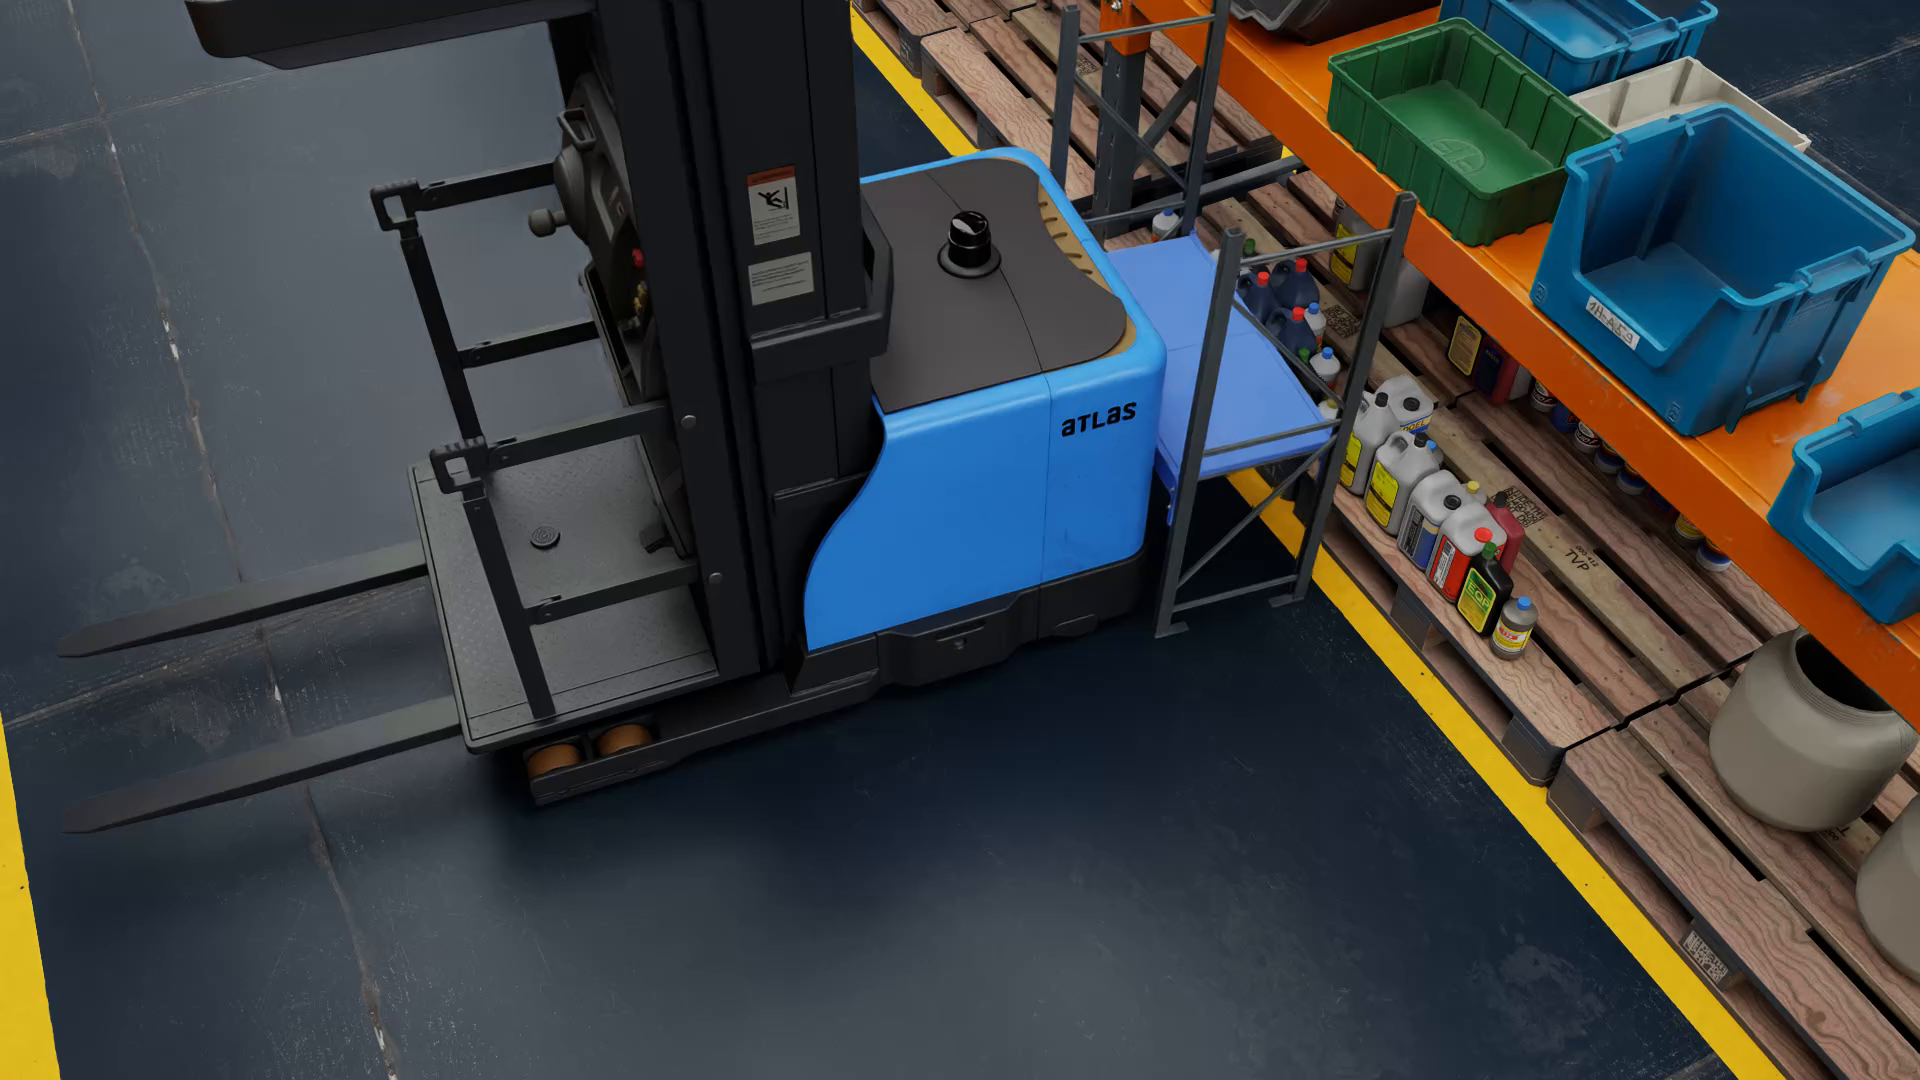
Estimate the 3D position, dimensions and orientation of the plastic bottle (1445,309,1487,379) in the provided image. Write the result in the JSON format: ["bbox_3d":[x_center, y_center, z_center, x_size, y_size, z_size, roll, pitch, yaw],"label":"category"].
[{"bbox_3d":[1.650,-0.663,5.350,0.061,0.283,0.133,-21,52,-18],"label":"plastic bottle"}]

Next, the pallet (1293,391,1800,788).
[{"bbox_3d":[1.776,0.058,5.059,1.003,0.211,1.213,-21,52,-18],"label":"pallet"}]

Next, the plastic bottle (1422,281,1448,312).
[{"bbox_3d":[1.582,-0.954,5.559,0.144,0.351,0.185,-24,53,-19],"label":"plastic bottle"}]

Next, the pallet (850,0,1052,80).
[{"bbox_3d":[-0.013,-2.554,7.343,1.003,0.211,1.213,-21,52,-18],"label":"pallet"}]

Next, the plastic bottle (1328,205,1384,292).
[{"bbox_3d":[1.366,-1.033,5.628,0.144,0.351,0.185,-21,52,-18],"label":"plastic bottle"}]

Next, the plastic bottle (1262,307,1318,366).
[{"bbox_3d":[1.030,-0.605,5.254,0.144,0.351,0.185,-23,53,-19],"label":"plastic bottle"}]

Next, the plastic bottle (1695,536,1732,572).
[{"bbox_3d":[2.221,-0.032,4.806,0.097,0.271,0.097,0,49,0],"label":"plastic bottle"}]

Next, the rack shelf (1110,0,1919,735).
[{"bbox_3d":[1.858,-0.566,4.230,1.077,0.370,4.000,-21,52,-18],"label":"rack shelf"}]

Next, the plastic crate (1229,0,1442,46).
[{"bbox_3d":[1.070,-1.727,4.809,0.767,0.338,0.504,-21,52,-18],"label":"plastic crate"}]

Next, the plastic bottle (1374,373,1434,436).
[{"bbox_3d":[1.345,-0.364,5.093,0.152,0.276,0.135,-21,52,-18],"label":"plastic bottle"}]

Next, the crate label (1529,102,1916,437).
[{"bbox_3d":[1.691,-0.615,3.772,0.502,0.435,0.616,-21,52,-18],"label":"crate label"}]

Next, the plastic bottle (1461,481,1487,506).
[{"bbox_3d":[1.491,-0.093,4.905,0.097,0.201,0.097,0,49,0],"label":"plastic bottle"}]

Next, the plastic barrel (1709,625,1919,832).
[{"bbox_3d":[2.175,0.467,4.223,0.421,0.512,0.421,0,49,0],"label":"plastic barrel"}]

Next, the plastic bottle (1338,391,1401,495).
[{"bbox_3d":[1.224,-0.321,5.005,0.144,0.351,0.185,-22,52,-18],"label":"plastic bottle"}]

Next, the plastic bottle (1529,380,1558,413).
[{"bbox_3d":[1.879,-0.509,5.269,0.097,0.201,0.097,0,49,0],"label":"plastic bottle"}]

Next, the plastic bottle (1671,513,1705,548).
[{"bbox_3d":[2.174,-0.078,4.892,0.097,0.201,0.097,0,49,0],"label":"plastic bottle"}]

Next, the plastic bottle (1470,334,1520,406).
[{"bbox_3d":[1.706,-0.569,5.267,0.061,0.283,0.133,-21,52,-18],"label":"plastic bottle"}]

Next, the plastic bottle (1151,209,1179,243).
[{"bbox_3d":[0.699,-1.024,5.673,0.097,0.271,0.097,0,49,0],"label":"plastic bottle"}]

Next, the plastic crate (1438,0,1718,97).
[{"bbox_3d":[1.691,-1.446,4.620,0.499,0.251,0.616,-21,52,-18],"label":"plastic crate"}]

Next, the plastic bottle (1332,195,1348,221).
[{"bbox_3d":[1.386,-1.230,5.900,0.097,0.201,0.097,0,49,0],"label":"plastic bottle"}]

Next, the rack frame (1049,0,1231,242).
[{"bbox_3d":[0.497,-0.993,5.111,0.500,1.500,0.032,-14,50,-14],"label":"rack frame"}]

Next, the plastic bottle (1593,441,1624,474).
[{"bbox_3d":[2.018,-0.328,5.065,0.097,0.271,0.097,0,49,0],"label":"plastic bottle"}]

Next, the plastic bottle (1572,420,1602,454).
[{"bbox_3d":[1.973,-0.372,5.149,0.097,0.201,0.097,0,49,0],"label":"plastic bottle"}]

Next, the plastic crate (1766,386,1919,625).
[{"bbox_3d":[1.986,-0.084,3.430,0.499,0.251,0.408,-21,52,-18],"label":"plastic crate"}]

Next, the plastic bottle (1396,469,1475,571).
[{"bbox_3d":[1.389,-0.062,4.829,0.152,0.276,0.135,-23,53,-19],"label":"plastic bottle"}]

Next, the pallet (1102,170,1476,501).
[{"bbox_3d":[1.213,-0.760,5.774,1.003,0.211,1.213,-21,52,-18],"label":"pallet"}]

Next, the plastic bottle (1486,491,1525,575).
[{"bbox_3d":[1.547,-0.009,4.777,0.061,0.283,0.133,-21,52,-18],"label":"plastic bottle"}]

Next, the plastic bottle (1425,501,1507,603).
[{"bbox_3d":[1.452,0.031,4.747,0.152,0.276,0.135,-21,52,-17],"label":"plastic bottle"}]

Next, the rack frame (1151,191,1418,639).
[{"bbox_3d":[0.833,-0.271,4.479,0.500,1.500,0.032,-14,50,-14],"label":"rack frame"}]

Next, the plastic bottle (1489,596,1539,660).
[{"bbox_3d":[1.543,0.234,4.620,0.097,0.201,0.097,0,49,0],"label":"plastic bottle"}]

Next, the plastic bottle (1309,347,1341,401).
[{"bbox_3d":[1.130,-0.493,5.209,0.097,0.271,0.097,0,49,0],"label":"plastic bottle"}]

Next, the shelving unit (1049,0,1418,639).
[{"bbox_3d":[0.665,-0.632,4.795,0.538,1.500,1.048,-14,50,-14],"label":"shelving unit"}]

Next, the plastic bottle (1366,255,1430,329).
[{"bbox_3d":[1.462,-0.862,5.528,0.152,0.276,0.135,-21,52,-18],"label":"plastic bottle"}]

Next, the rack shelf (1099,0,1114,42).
[{"bbox_3d":[0.028,-3.243,6.572,1.077,0.370,4.000,-21,52,-18],"label":"rack shelf"}]

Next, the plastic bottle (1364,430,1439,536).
[{"bbox_3d":[1.309,-0.196,4.896,0.144,0.351,0.185,-19,52,-16],"label":"plastic bottle"}]

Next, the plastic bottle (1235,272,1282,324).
[{"bbox_3d":[0.943,-0.731,5.364,0.144,0.351,0.185,-20,52,-17],"label":"plastic bottle"}]

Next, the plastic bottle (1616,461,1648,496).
[{"bbox_3d":[2.064,-0.261,5.006,0.097,0.271,0.097,0,49,0],"label":"plastic bottle"}]

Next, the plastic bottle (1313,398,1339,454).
[{"bbox_3d":[1.139,-0.358,5.137,0.097,0.201,0.097,0,49,0],"label":"plastic bottle"}]

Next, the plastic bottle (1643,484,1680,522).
[{"bbox_3d":[2.134,-0.194,4.939,0.061,0.283,0.133,-20,52,-17],"label":"plastic bottle"}]

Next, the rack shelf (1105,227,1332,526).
[{"bbox_3d":[0.661,-0.512,4.929,0.538,0.185,1.000,-14,50,-14],"label":"rack shelf"}]

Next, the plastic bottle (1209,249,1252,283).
[{"bbox_3d":[0.871,-0.819,5.490,0.152,0.276,0.135,-19,52,-16],"label":"plastic bottle"}]

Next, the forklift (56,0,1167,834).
[{"bbox_3d":[-1.020,-0.695,3.911,3.031,2.935,1.130,-16,51,-13],"label":"forklift"}]

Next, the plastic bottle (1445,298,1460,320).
[{"bbox_3d":[1.693,-0.837,5.502,0.061,0.283,0.133,-18,51,-15],"label":"plastic bottle"}]

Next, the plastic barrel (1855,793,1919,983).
[{"bbox_3d":[2.404,0.802,3.930,0.421,0.512,0.421,0,49,0],"label":"plastic barrel"}]

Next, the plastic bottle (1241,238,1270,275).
[{"bbox_3d":[0.966,-0.858,5.520,0.061,0.283,0.133,-21,52,-18],"label":"plastic bottle"}]

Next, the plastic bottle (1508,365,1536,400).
[{"bbox_3d":[1.801,-0.603,5.302,0.152,0.276,0.135,-20,52,-17],"label":"plastic bottle"}]

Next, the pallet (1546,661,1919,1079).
[{"bbox_3d":[2.330,0.873,4.346,1.003,0.211,1.213,-21,52,-18],"label":"pallet"}]

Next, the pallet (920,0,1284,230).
[{"bbox_3d":[0.549,-1.736,6.628,1.003,0.211,1.213,-21,52,-18],"label":"pallet"}]

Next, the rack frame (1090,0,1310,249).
[{"bbox_3d":[0.943,-2.142,5.130,1.000,3.000,0.127,-21,52,-18],"label":"rack frame"}]

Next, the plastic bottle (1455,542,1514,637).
[{"bbox_3d":[1.474,0.135,4.652,0.061,0.283,0.133,-20,52,-17],"label":"plastic bottle"}]

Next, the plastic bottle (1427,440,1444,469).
[{"bbox_3d":[1.397,-0.218,5.014,0.097,0.201,0.097,0,49,0],"label":"plastic bottle"}]

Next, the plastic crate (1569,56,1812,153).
[{"bbox_3d":[1.911,-1.055,4.356,0.530,0.136,0.437,-21,52,-18],"label":"plastic crate"}]

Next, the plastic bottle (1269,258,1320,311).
[{"bbox_3d":[1.072,-0.781,5.408,0.144,0.351,0.185,-21,52,-18],"label":"plastic bottle"}]

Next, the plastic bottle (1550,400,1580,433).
[{"bbox_3d":[1.926,-0.464,5.183,0.097,0.271,0.097,0,49,0],"label":"plastic bottle"}]

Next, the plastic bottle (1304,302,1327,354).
[{"bbox_3d":[1.117,-0.650,5.346,0.097,0.271,0.097,0,49,0],"label":"plastic bottle"}]

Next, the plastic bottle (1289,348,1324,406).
[{"bbox_3d":[1.068,-0.458,5.170,0.061,0.283,0.133,-19,52,-16],"label":"plastic bottle"}]

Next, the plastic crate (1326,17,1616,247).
[{"bbox_3d":[1.313,-1.066,4.331,0.450,0.188,0.662,-21,52,-18],"label":"plastic crate"}]
